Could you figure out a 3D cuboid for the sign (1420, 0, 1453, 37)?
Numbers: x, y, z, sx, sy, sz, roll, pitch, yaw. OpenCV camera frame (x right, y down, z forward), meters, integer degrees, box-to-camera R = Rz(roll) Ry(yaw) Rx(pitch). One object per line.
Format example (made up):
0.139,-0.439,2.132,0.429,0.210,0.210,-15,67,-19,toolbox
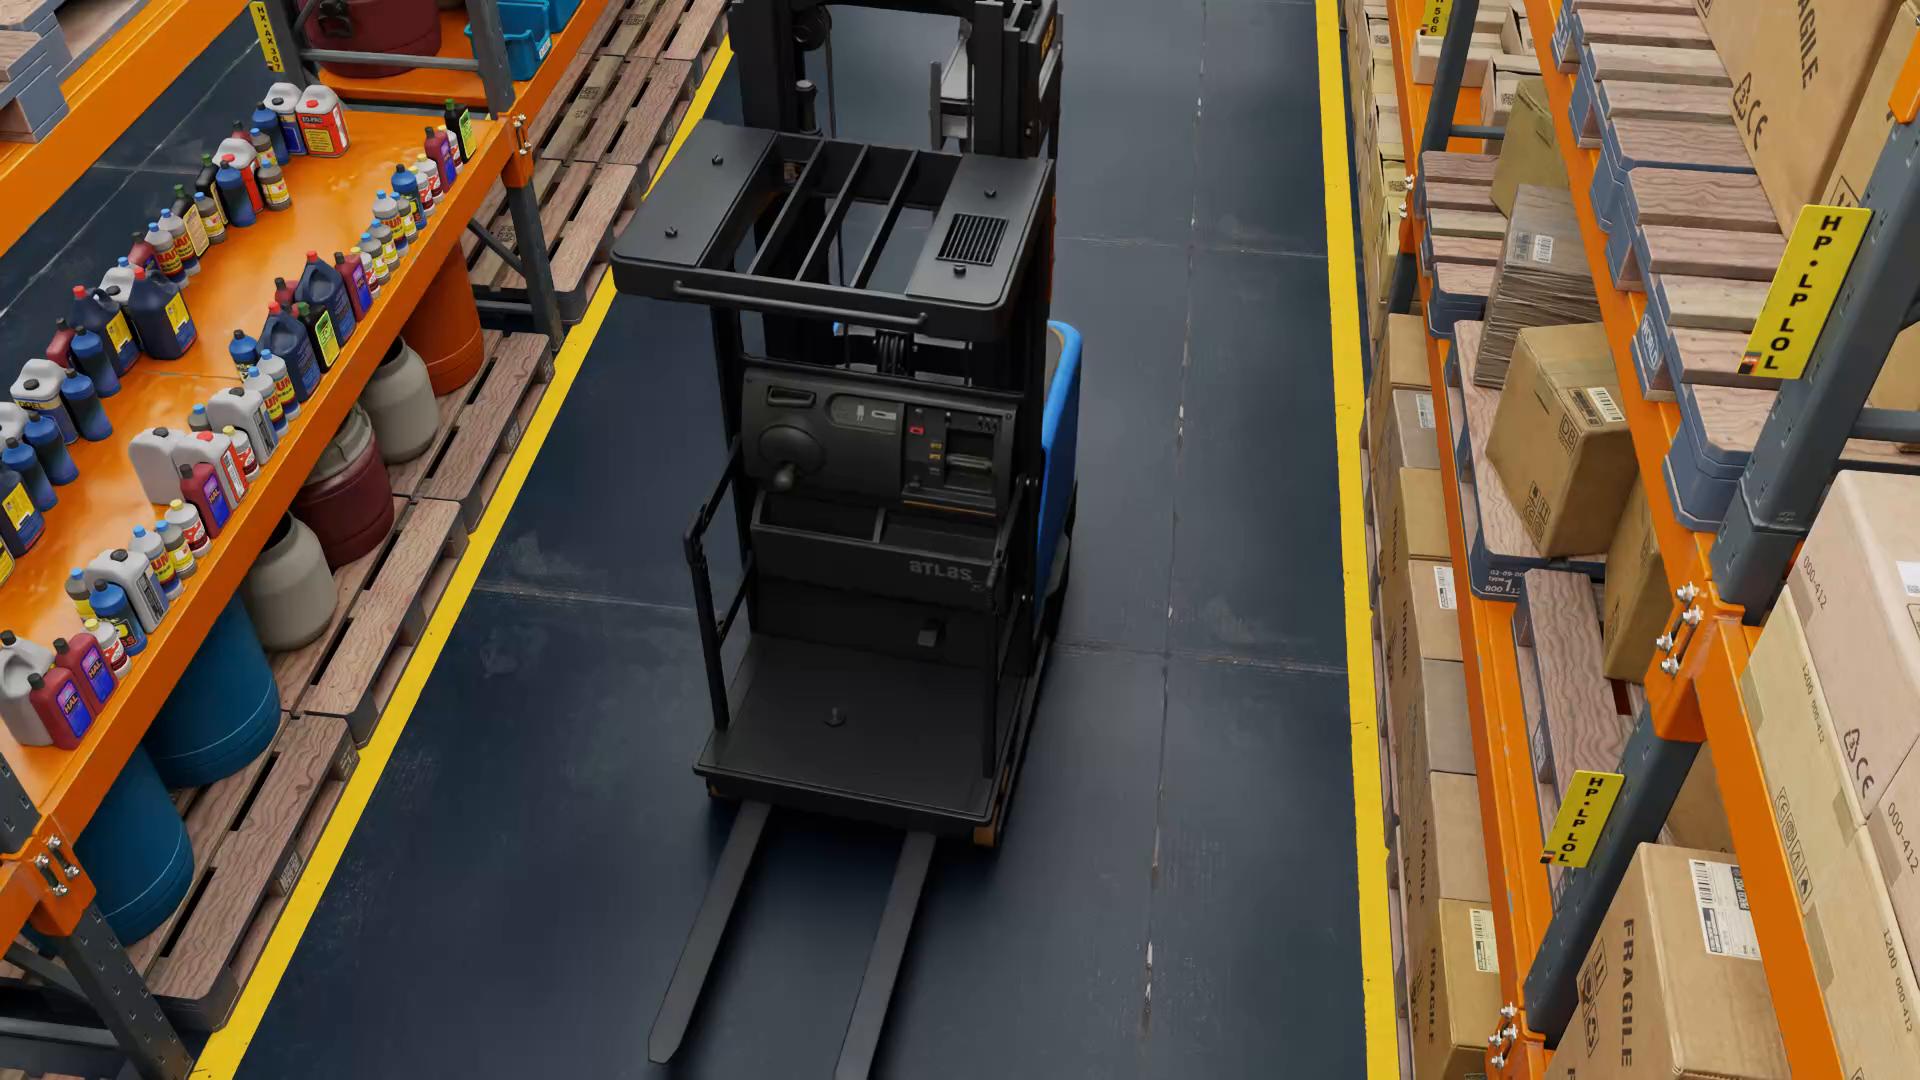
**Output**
1.874,-2.118,6.485,0.100,0.325,0.005,5,44,6,sign

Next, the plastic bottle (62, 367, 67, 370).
-3.130,-0.526,5.791,0.097,0.201,0.097,0,43,0,plastic bottle

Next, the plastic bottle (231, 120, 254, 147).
-2.951,-1.574,6.838,0.061,0.283,0.133,5,44,6,plastic bottle

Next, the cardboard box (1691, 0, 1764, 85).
2.209,-1.484,4.025,0.600,0.600,0.600,4,44,4,cardboard box

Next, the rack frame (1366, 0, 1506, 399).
2.425,-1.649,6.833,1.000,3.000,0.127,5,44,6,rack frame

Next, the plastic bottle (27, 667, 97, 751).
-2.542,0.455,4.695,0.061,0.283,0.133,5,44,6,plastic bottle

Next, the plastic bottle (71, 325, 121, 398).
-3.052,-0.637,5.857,0.097,0.271,0.097,0,43,0,plastic bottle

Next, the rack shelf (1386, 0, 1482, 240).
2.689,-2.751,8.519,1.077,0.370,4.000,5,44,6,rack shelf

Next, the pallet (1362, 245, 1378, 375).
2.572,-1.194,8.380,1.003,0.211,1.213,5,44,6,pallet

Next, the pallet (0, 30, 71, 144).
-3.006,-0.940,4.039,1.213,0.211,1.003,5,44,6,pallet

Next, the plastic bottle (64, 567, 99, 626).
-2.652,0.167,5.059,0.097,0.201,0.097,0,43,0,plastic bottle

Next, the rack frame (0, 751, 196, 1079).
-3.013,0.624,4.432,1.000,3.000,0.127,5,44,6,rack frame

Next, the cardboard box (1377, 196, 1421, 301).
2.250,-1.386,7.841,0.500,0.311,0.500,6,44,7,cardboard box

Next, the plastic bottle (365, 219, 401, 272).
-2.243,-1.150,6.449,0.097,0.201,0.097,0,43,0,plastic bottle

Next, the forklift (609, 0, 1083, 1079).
-0.322,-0.233,5.387,1.130,2.935,3.031,9,44,9,forklift

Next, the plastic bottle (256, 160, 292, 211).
-2.797,-1.451,6.767,0.097,0.201,0.097,0,43,0,plastic bottle

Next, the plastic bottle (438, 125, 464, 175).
-2.148,-1.639,6.966,0.097,0.201,0.097,0,43,0,plastic bottle

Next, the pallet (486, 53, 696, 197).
-2.180,-2.443,9.699,1.003,0.211,1.213,5,44,6,pallet

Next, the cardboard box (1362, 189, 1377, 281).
2.317,-1.536,8.407,0.500,0.250,0.500,5,44,5,cardboard box

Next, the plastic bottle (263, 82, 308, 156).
-2.862,-1.792,7.073,0.152,0.276,0.135,5,44,6,plastic bottle

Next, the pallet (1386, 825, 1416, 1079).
1.966,1.531,5.501,1.003,0.211,1.213,5,44,6,pallet

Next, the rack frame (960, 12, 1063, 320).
0.197,-1.277,7.094,0.400,2.100,0.015,9,44,9,rack frame

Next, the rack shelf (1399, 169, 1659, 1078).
2.161,-0.025,5.640,1.077,0.370,4.000,5,44,6,rack shelf

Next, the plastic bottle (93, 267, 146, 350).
-3.045,-0.847,6.075,0.152,0.276,0.135,5,44,6,plastic bottle

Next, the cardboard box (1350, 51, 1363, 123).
2.520,-2.576,9.505,0.500,0.250,0.500,4,44,4,cardboard box

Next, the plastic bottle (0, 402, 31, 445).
-3.149,-0.313,5.512,0.152,0.276,0.135,5,44,6,plastic bottle

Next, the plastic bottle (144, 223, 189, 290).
-3.027,-1.084,6.329,0.097,0.271,0.097,0,43,0,plastic bottle

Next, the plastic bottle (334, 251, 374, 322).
-2.266,-0.966,6.196,0.061,0.283,0.133,5,44,6,plastic bottle

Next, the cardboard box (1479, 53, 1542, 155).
2.516,-1.861,7.121,0.500,0.311,0.500,8,44,8,cardboard box

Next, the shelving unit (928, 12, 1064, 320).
0.144,-1.114,6.921,0.431,2.100,0.503,9,44,9,shelving unit

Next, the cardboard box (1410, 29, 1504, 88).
2.270,-2.196,7.593,0.380,0.149,0.250,5,44,6,cardboard box

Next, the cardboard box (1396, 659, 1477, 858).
1.818,0.784,5.760,0.500,0.500,0.500,6,44,6,cardboard box

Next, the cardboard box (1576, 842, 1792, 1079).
1.555,0.973,3.263,0.500,0.500,0.500,6,44,7,cardboard box

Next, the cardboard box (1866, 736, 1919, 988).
1.521,0.510,2.116,0.500,0.250,0.500,5,44,6,cardboard box

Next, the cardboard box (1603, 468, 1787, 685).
2.209,0.111,4.595,0.700,0.500,0.500,12,45,12,cardboard box

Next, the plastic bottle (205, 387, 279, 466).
-2.421,-0.401,5.604,0.152,0.276,0.135,5,44,6,plastic bottle

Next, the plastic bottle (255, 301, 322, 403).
-2.371,-0.669,5.833,0.144,0.351,0.185,5,44,6,plastic bottle

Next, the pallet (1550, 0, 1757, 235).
2.186,-1.089,4.196,1.213,0.211,1.003,5,44,6,pallet

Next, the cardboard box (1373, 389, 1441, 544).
2.018,-0.260,6.863,0.500,0.500,0.500,4,44,4,cardboard box

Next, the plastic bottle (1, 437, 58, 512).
-3.041,-0.221,5.418,0.097,0.271,0.097,0,43,0,plastic bottle

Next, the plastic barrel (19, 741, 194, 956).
-2.924,0.864,5.399,0.600,0.901,0.708,5,44,6,plastic barrel

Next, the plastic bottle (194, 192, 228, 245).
-2.983,-1.282,6.589,0.097,0.201,0.097,0,43,0,plastic bottle

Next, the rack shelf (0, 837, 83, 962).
-3.278,2.248,3.239,1.077,0.370,4.000,5,44,6,rack shelf

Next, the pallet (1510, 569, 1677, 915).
2.110,0.612,4.584,1.003,0.211,1.213,5,44,6,pallet

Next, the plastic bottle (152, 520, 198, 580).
-2.471,0.023,5.211,0.097,0.201,0.097,0,43,0,plastic bottle

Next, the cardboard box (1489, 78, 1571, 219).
2.453,-1.399,6.190,0.700,0.500,0.500,-8,44,-9,cardboard box

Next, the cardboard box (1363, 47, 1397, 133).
2.450,-2.426,8.940,0.500,0.311,0.500,6,44,7,cardboard box

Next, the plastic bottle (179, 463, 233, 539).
-2.425,-0.150,5.334,0.061,0.283,0.133,5,44,6,plastic bottle

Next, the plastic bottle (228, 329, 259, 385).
-2.496,-0.622,5.841,0.097,0.271,0.097,0,43,0,plastic bottle

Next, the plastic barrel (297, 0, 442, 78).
-2.723,-2.495,7.627,0.600,0.536,0.708,5,44,6,plastic barrel

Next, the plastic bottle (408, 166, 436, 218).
-2.192,-1.415,6.729,0.097,0.201,0.097,0,43,0,plastic bottle

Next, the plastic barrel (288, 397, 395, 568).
-2.682,-0.274,6.829,0.600,0.588,0.708,5,44,6,plastic barrel

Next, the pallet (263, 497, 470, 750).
-2.711,0.281,6.822,1.003,0.211,1.213,5,44,6,pallet

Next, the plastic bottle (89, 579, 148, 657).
-2.514,0.222,4.950,0.097,0.271,0.097,0,43,0,plastic bottle
